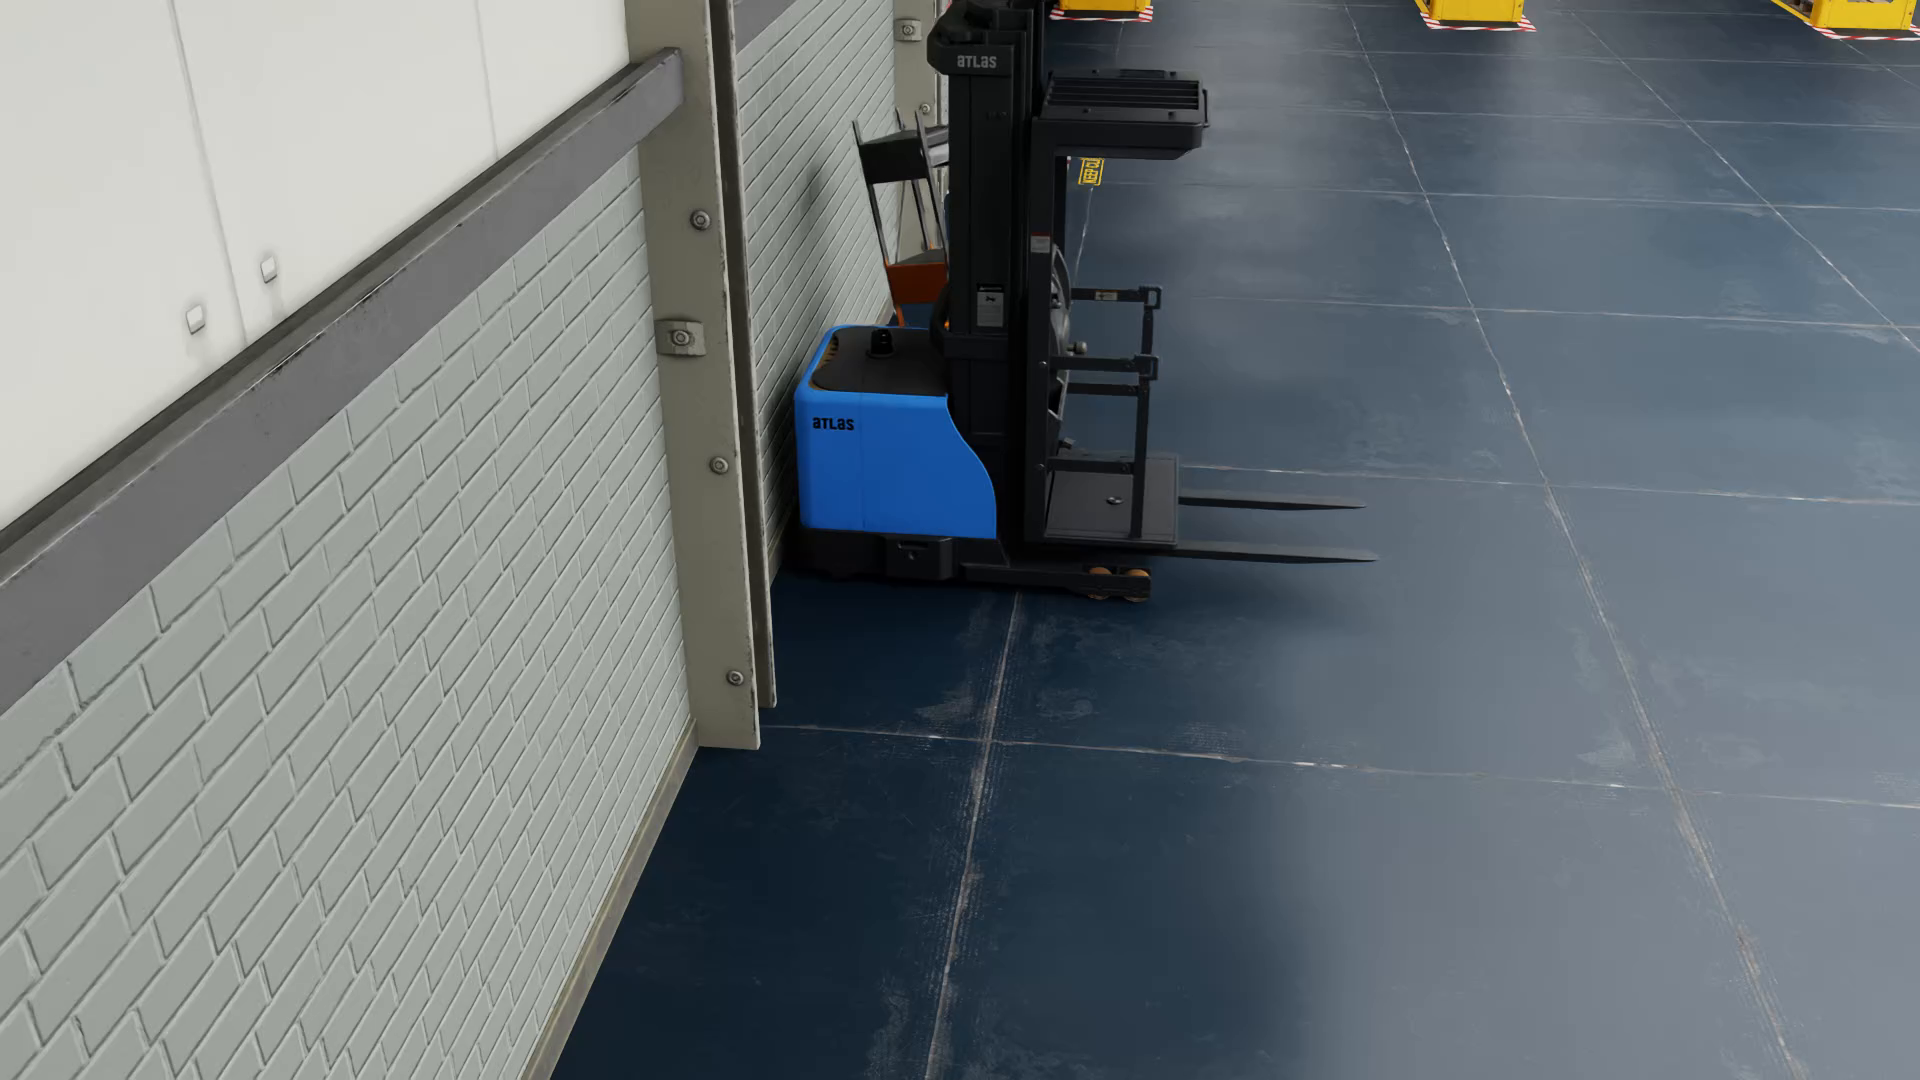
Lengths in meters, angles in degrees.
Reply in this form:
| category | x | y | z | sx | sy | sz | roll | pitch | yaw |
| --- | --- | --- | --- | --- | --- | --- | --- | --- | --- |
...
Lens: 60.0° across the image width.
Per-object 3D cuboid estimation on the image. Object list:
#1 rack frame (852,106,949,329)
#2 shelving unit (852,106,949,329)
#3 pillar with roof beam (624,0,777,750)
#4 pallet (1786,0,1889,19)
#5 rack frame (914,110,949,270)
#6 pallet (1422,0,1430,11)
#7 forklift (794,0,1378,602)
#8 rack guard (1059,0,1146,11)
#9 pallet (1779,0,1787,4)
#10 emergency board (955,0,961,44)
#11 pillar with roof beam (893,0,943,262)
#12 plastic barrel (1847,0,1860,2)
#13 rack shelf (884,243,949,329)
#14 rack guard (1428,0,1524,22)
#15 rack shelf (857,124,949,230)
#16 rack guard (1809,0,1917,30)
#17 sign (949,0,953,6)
| category | x | y | z | sx | sy | sz | roll | pitch | yaw |
| --- | --- | --- | --- | --- | --- | --- | --- | --- | --- |
| rack frame | -0.258 | -1.460 | 9.809 | 0.015 | 2.100 | 0.400 | 5 | 25 | 42 |
| shelving unit | -0.078 | -1.444 | 9.645 | 0.503 | 2.100 | 0.431 | 5 | 25 | 42 |
| pillar with roof beam | 3.232 | -2.867 | 5.085 | 9.100 | 9.000 | 0.400 | 3 | 28 | 6 |
| pallet | 11.838 | -7.187 | 22.367 | 1.003 | 0.211 | 1.213 | 3 | 28 | 6 |
| rack frame | 0.102 | -1.428 | 9.481 | 0.015 | 2.100 | 0.400 | 5 | 25 | 42 |
| pallet | 6.907 | -7.418 | 22.797 | 1.003 | 0.211 | 1.213 | 3 | 28 | 6 |
| forklift | 0.697 | -1.236 | 8.455 | 3.031 | 2.935 | 1.130 | 3 | 28 | 6 |
| rack guard | 1.947 | -7.505 | 22.653 | 1.175 | 0.500 | 0.348 | 3 | 28 | 6 |
| pallet | 11.990 | -7.759 | 23.430 | 1.003 | 0.211 | 1.213 | 3 | 28 | 6 |
| emergency board | 0.089 | -4.964 | 15.302 | 0.194 | 1.169 | 0.643 | 3 | 28 | 6 |
| pillar with roof beam | 3.967 | -5.692 | 10.327 | 9.100 | 9.000 | 0.400 | 3 | 28 | 6 |
| plastic barrel | 11.775 | -7.398 | 21.999 | 0.421 | 0.512 | 0.421 | 0 | 28 | 0 |
| rack shelf | -0.075 | -1.431 | 9.649 | 0.480 | 0.518 | 0.431 | 5 | 25 | 42 |
| rack guard | 6.852 | -7.172 | 22.035 | 1.175 | 0.500 | 0.348 | 3 | 28 | 6 |
| rack shelf | -0.220 | -2.079 | 9.426 | 0.480 | 0.518 | 0.431 | 5 | 25 | 42 |
| rack guard | 11.733 | -6.932 | 21.590 | 1.175 | 0.500 | 0.348 | 3 | 28 | 6 |
| sign | -0.081 | -4.725 | 14.821 | 0.001 | 0.329 | 0.234 | 3 | 28 | 6 |
